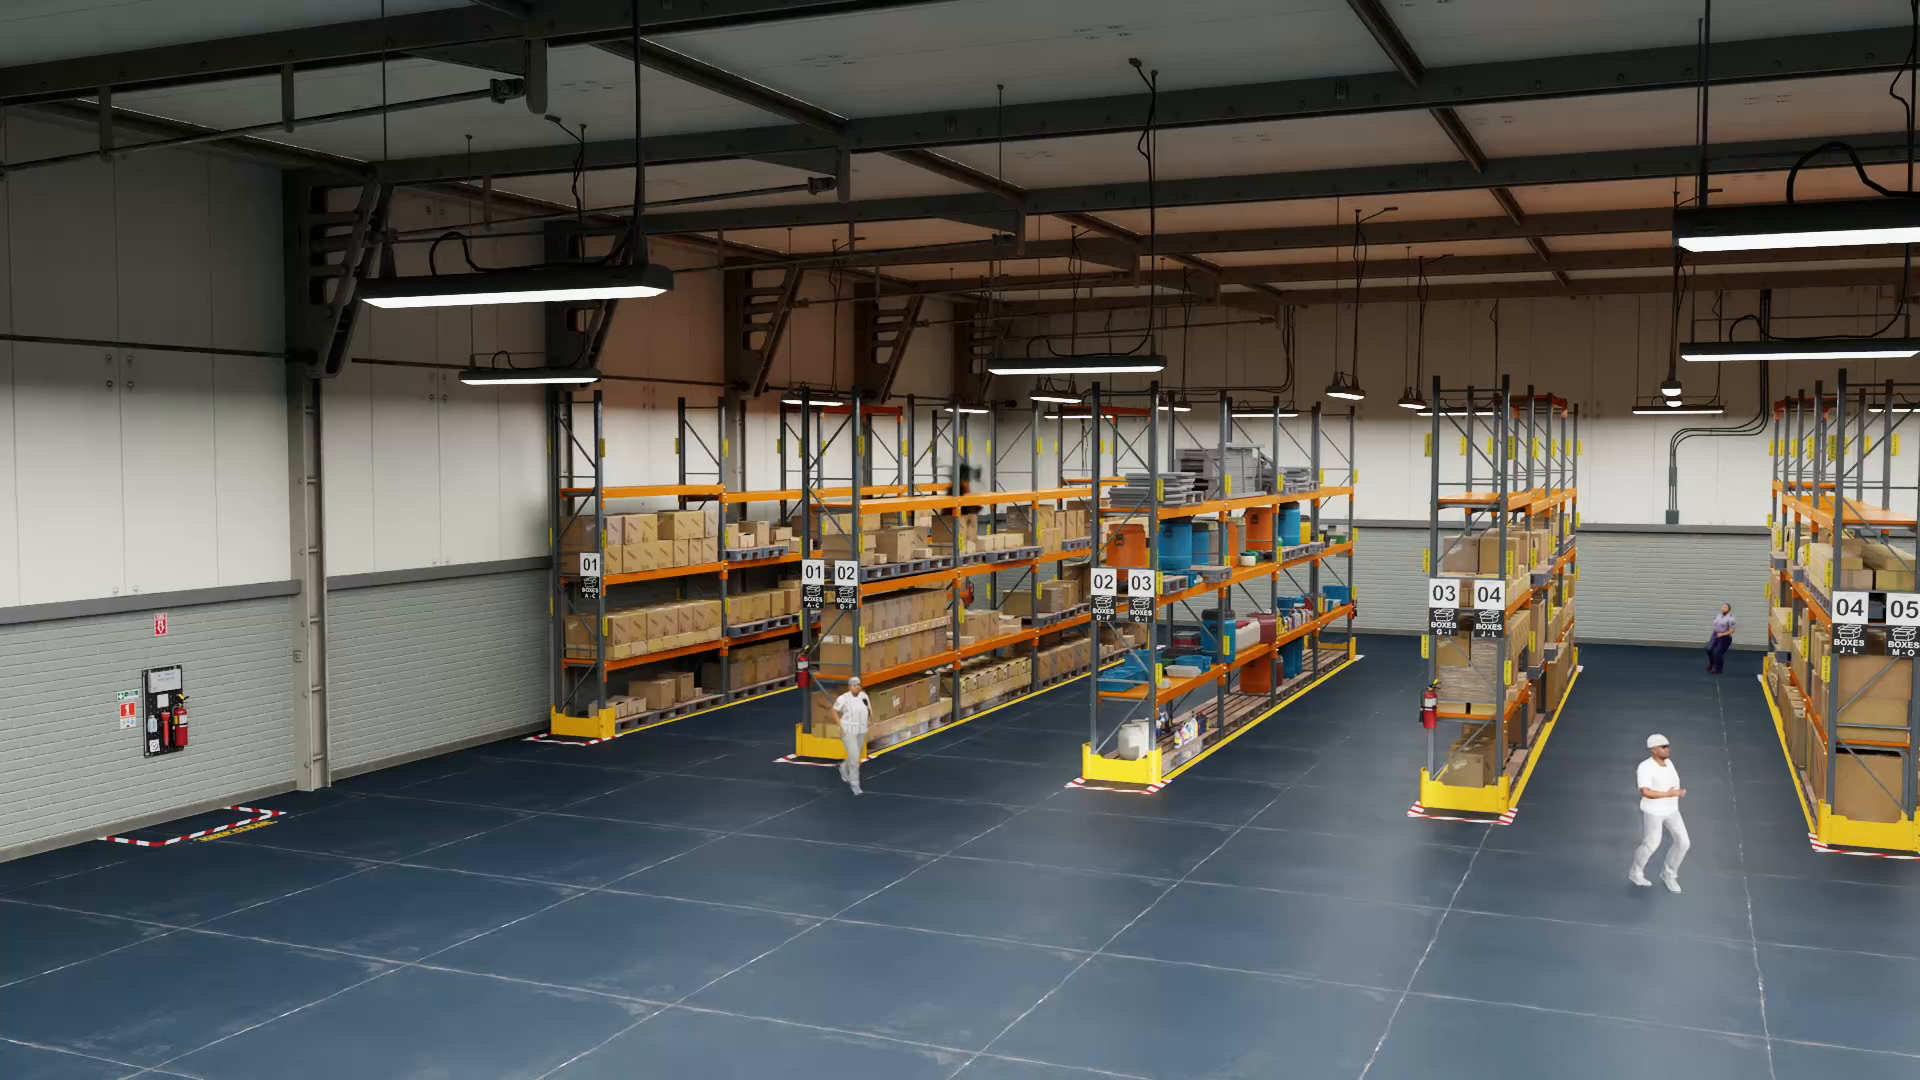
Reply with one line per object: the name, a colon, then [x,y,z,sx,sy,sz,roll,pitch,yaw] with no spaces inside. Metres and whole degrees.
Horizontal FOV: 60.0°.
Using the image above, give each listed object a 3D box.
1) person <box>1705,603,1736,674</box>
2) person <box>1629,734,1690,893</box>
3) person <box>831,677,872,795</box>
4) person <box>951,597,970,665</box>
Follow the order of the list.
person: [16.760,2.183,36.651,0.582,1.579,0.624,-2,4,-33]
person: [7.903,3.095,18.728,0.691,1.820,0.713,-2,4,-28]
person: [-1.572,2.828,24.344,0.603,1.695,0.826,-2,4,-34]
person: [0.013,2.118,36.859,0.553,1.712,0.839,1,3,17]
